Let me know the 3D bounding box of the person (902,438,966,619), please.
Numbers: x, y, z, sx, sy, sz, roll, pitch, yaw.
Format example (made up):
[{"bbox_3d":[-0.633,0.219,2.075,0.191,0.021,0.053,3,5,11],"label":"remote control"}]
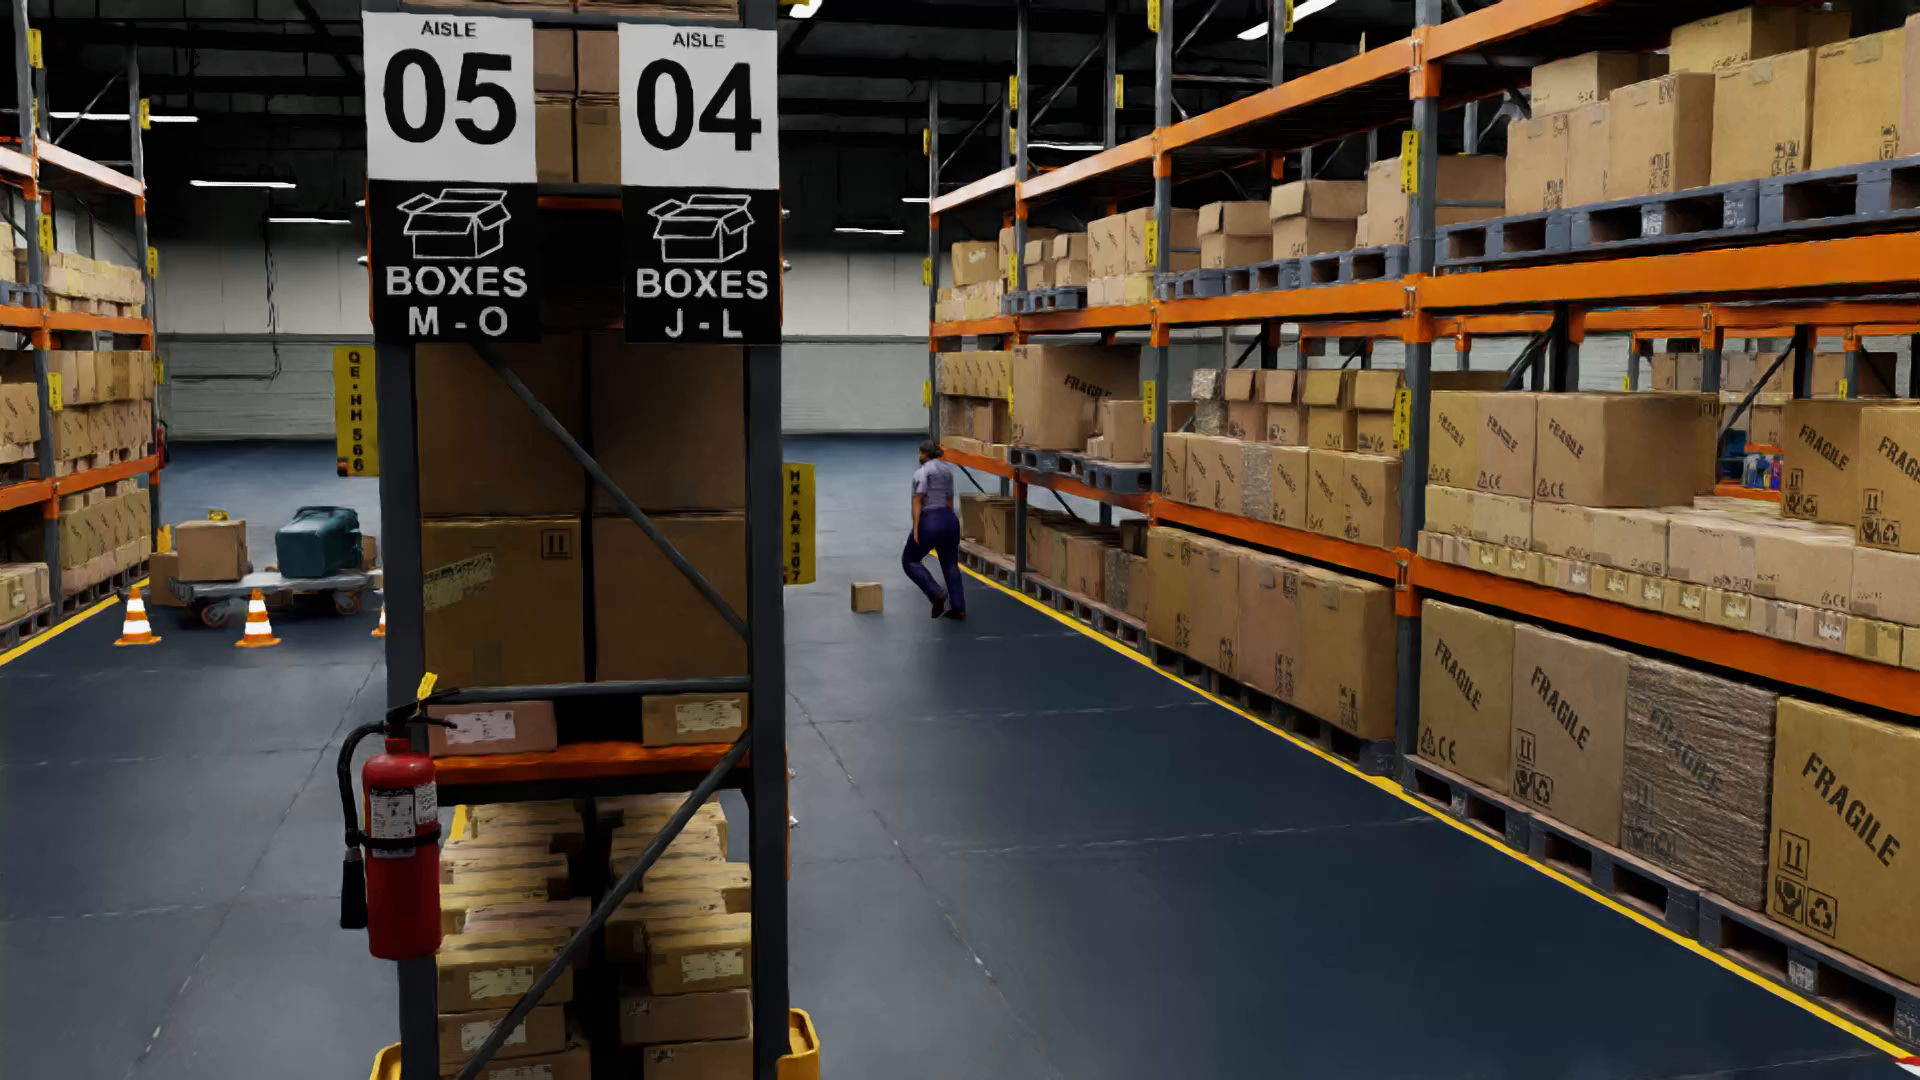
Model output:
[{"bbox_3d":[-0.238,-0.102,15.096,0.480,1.647,0.616,6,9,44],"label":"person"}]
